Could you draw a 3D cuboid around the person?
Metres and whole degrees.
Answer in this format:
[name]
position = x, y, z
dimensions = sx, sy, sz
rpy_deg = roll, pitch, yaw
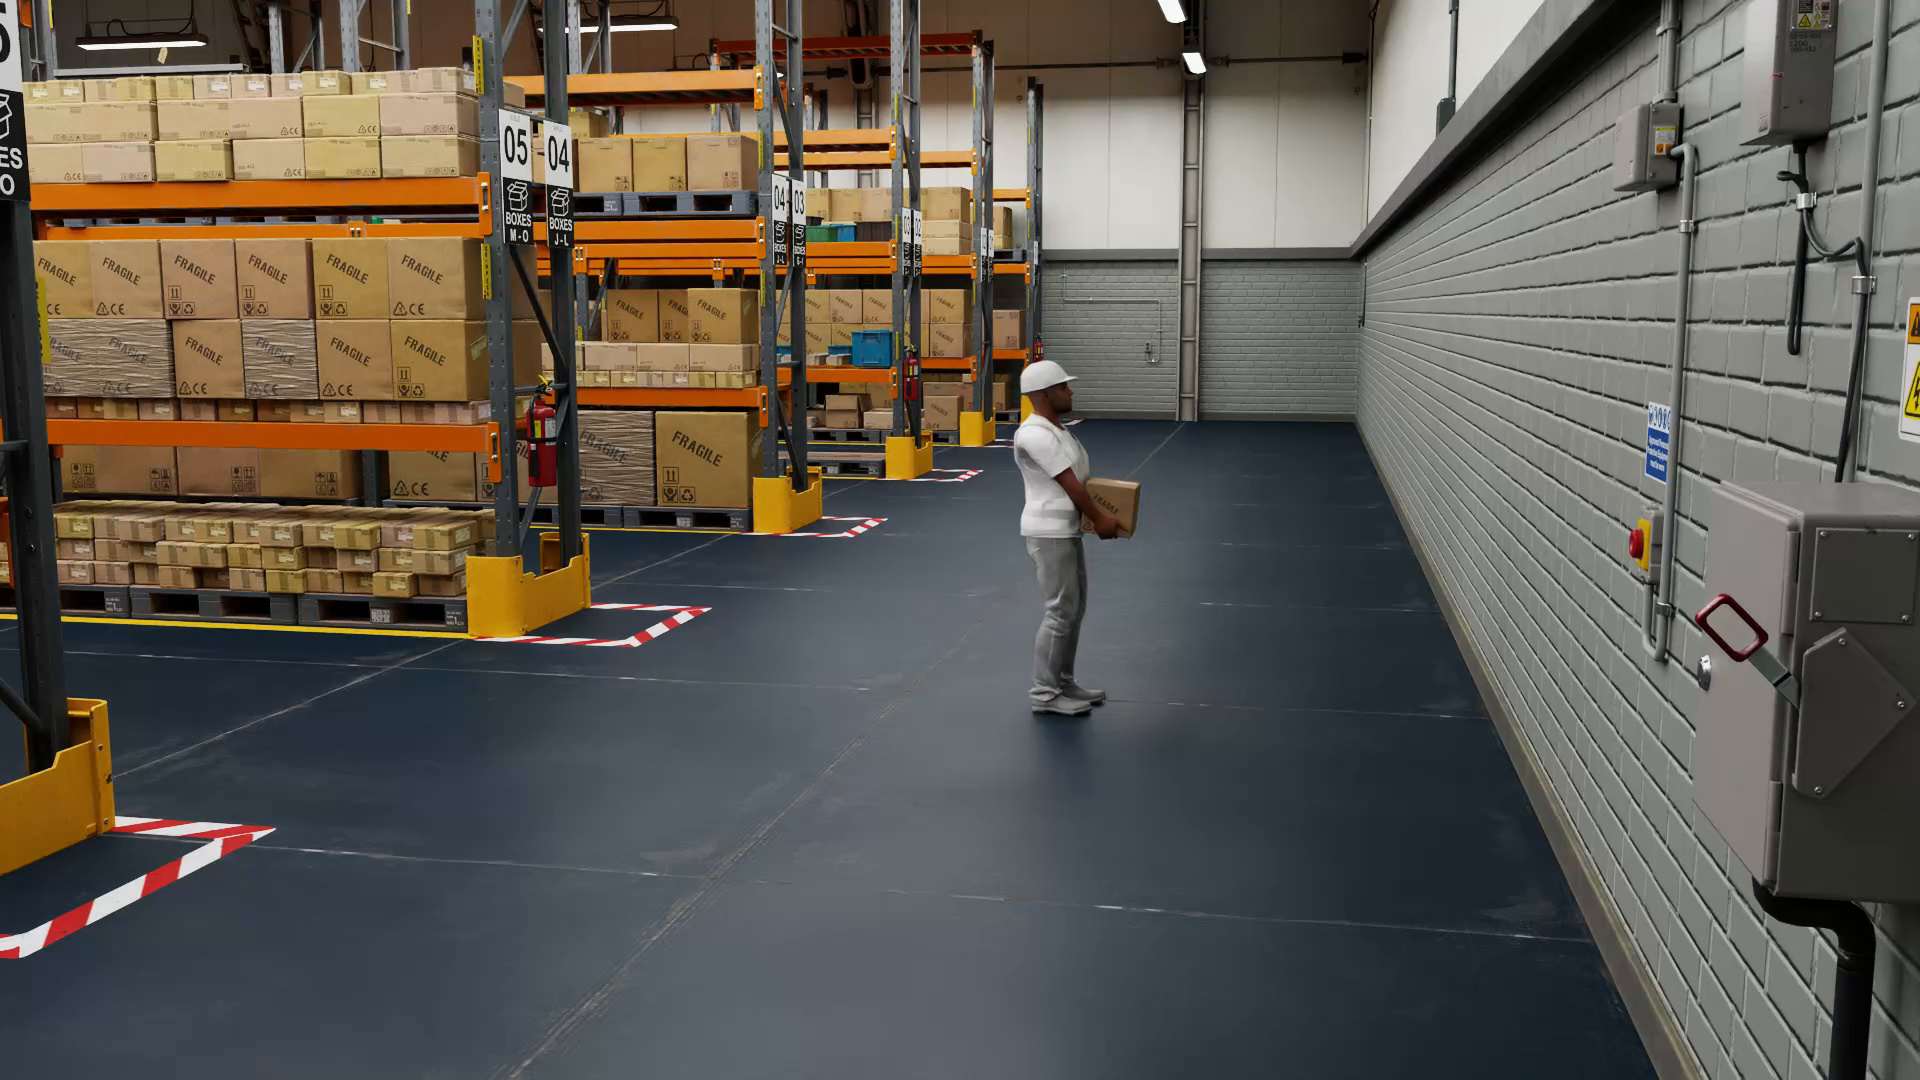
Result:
[person]
position = 0.575, -0.019, 8.388
dimensions = 0.577, 1.761, 0.502
rpy_deg = 2, 8, 12
